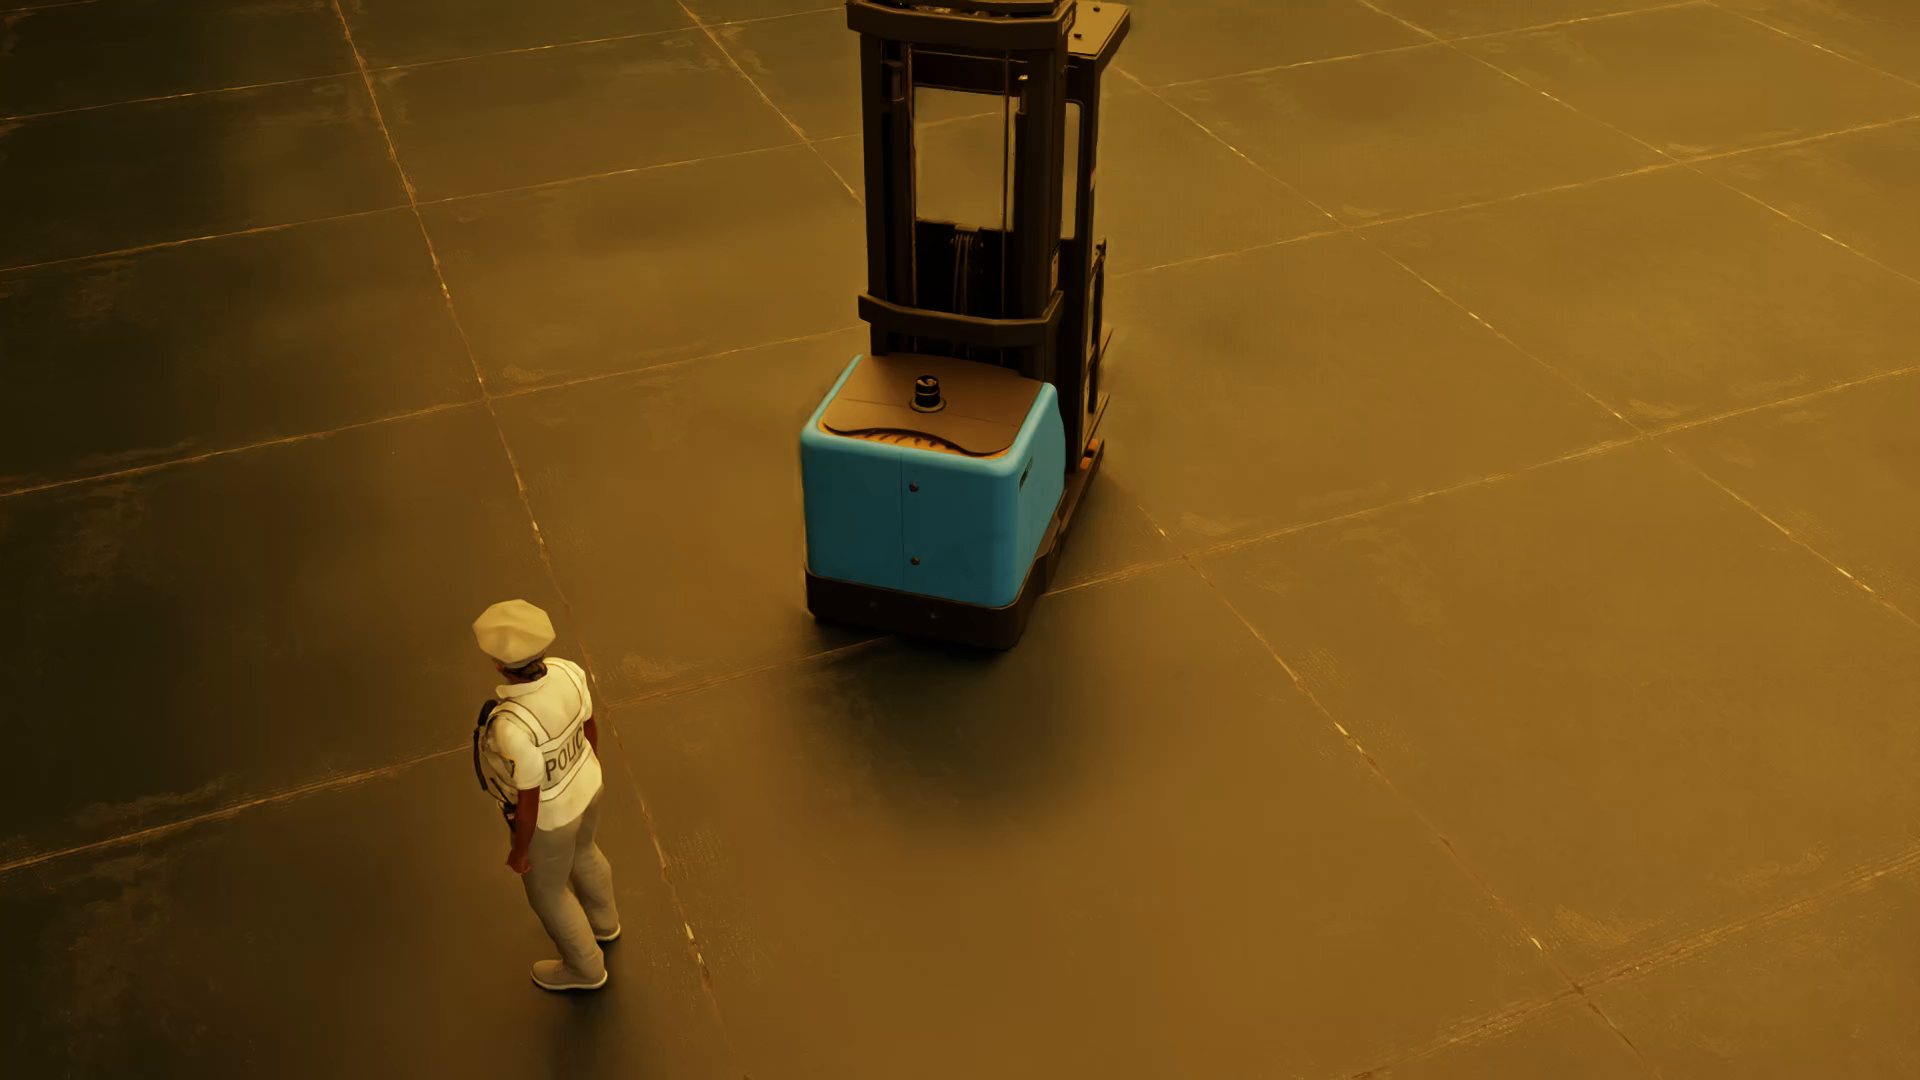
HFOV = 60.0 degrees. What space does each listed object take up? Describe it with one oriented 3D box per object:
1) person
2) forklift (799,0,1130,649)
[{"bbox_3d":[-1.464,0.916,5.895,0.377,1.680,0.541,11,37,15],"label":"person"},{"bbox_3d":[0.167,-1.536,8.258,1.130,2.935,3.031,10,37,13],"label":"forklift"}]
